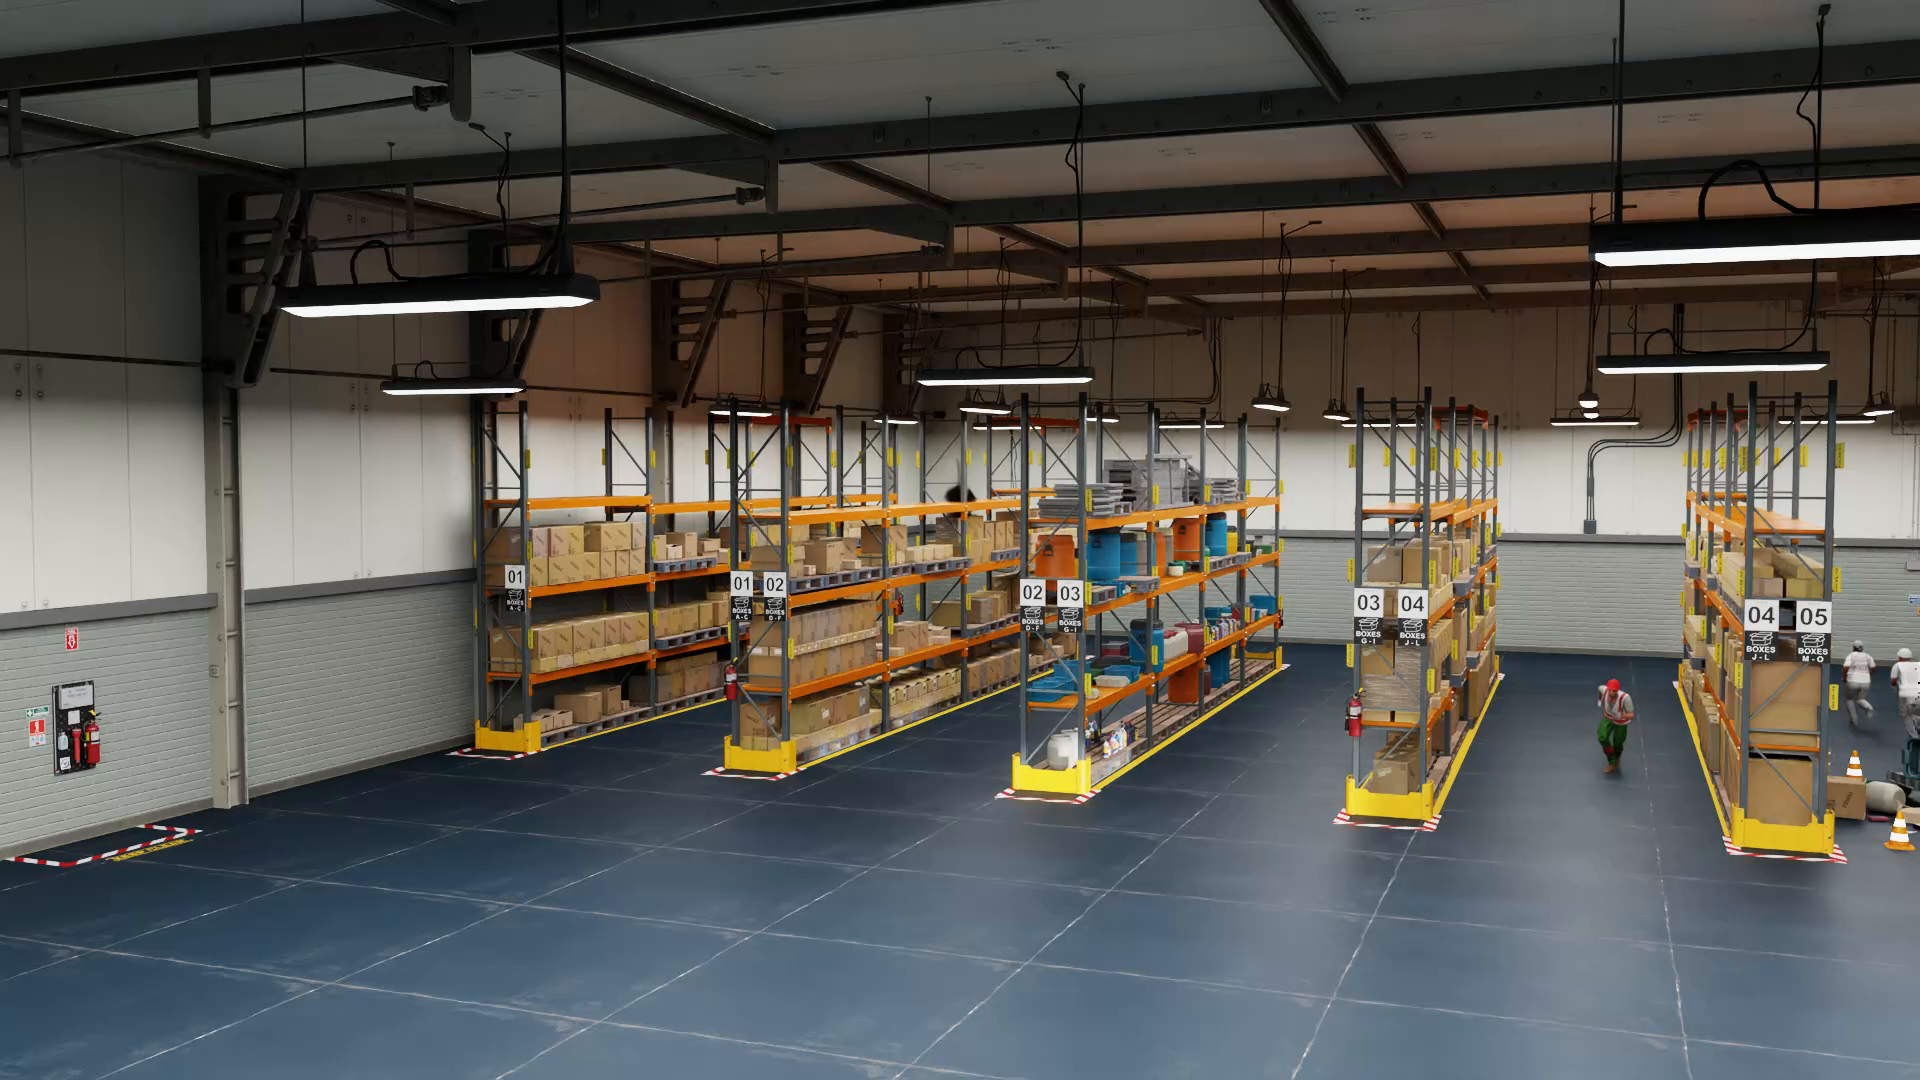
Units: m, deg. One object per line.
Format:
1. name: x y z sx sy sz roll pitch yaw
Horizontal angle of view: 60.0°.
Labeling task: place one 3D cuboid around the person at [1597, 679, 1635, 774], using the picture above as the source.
1. person: 10.497 2.946 26.619 0.666 1.547 1.175 2 3 34

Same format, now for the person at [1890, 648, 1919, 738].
1. person: 16.596 2.747 29.029 0.687 1.701 0.738 0 3 -2

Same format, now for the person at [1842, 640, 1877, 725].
1. person: 16.840 2.690 31.144 0.615 1.621 0.642 0 3 6
